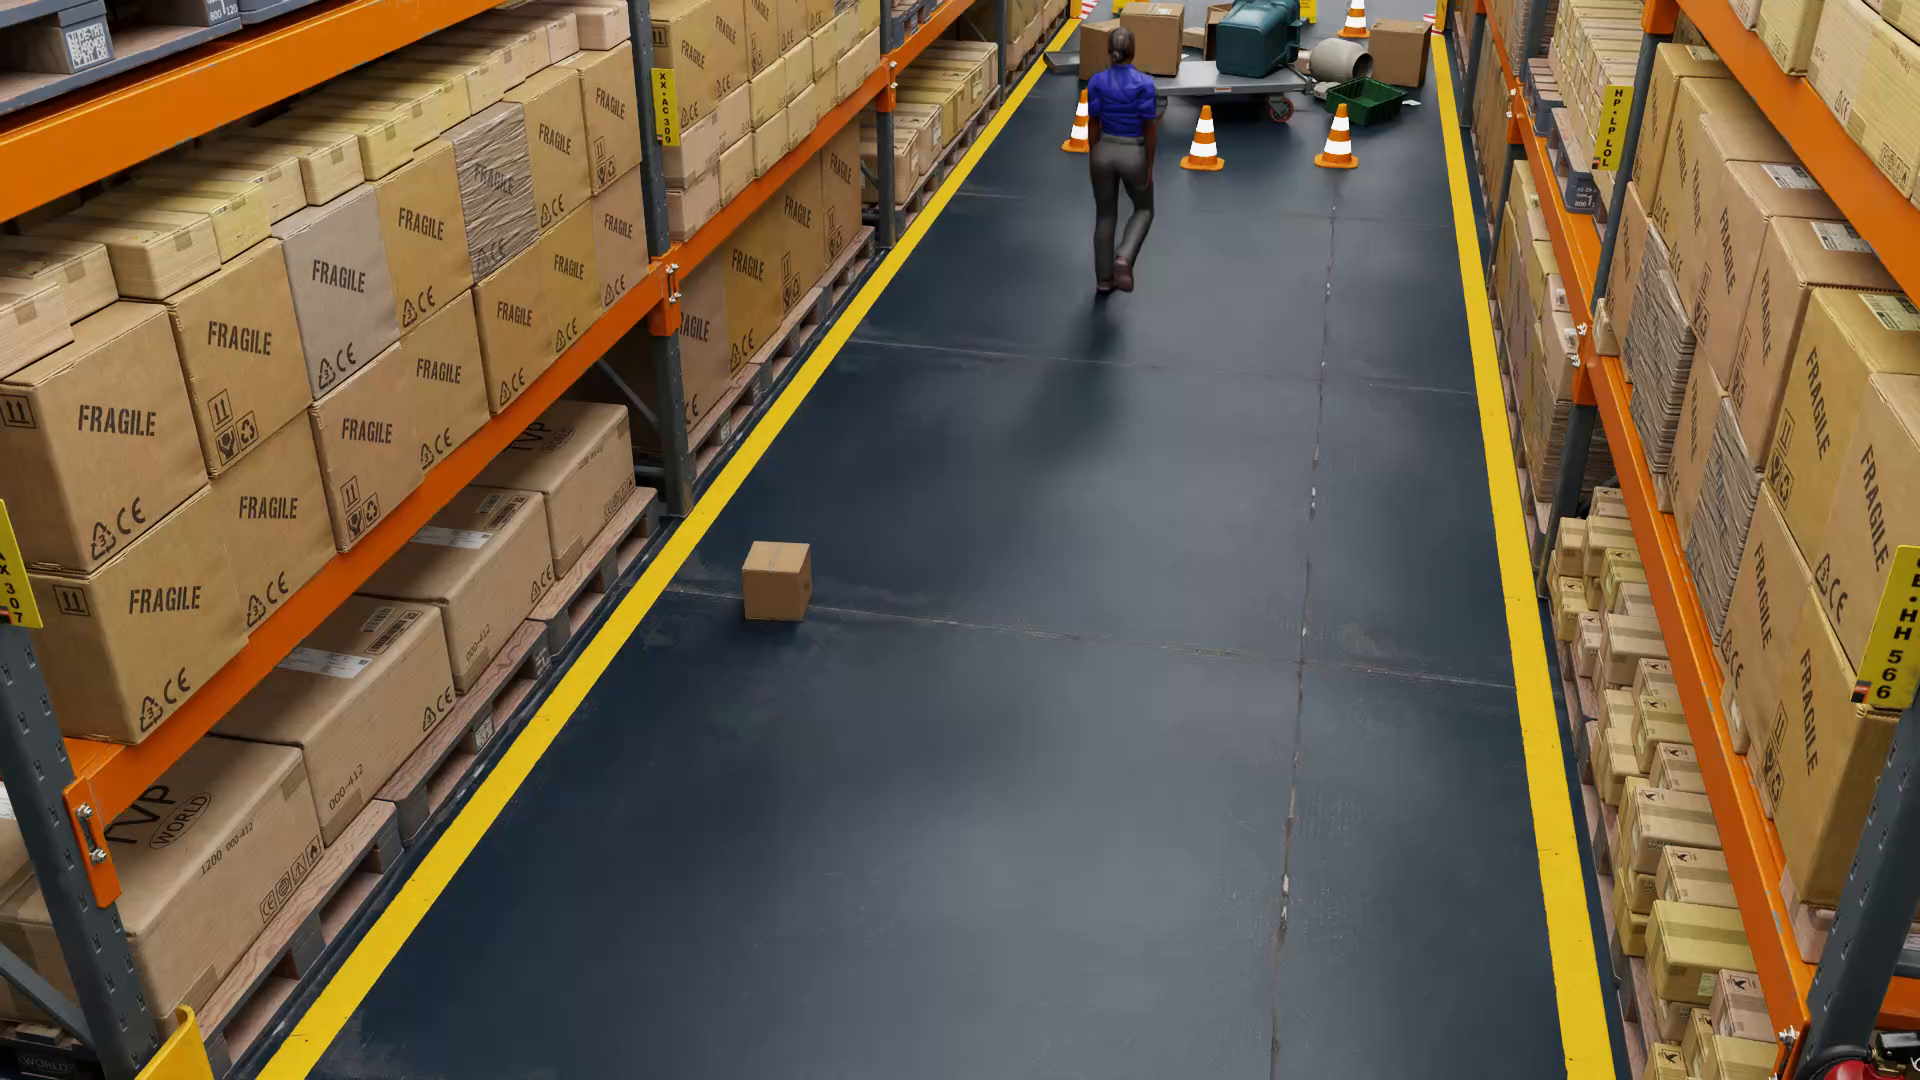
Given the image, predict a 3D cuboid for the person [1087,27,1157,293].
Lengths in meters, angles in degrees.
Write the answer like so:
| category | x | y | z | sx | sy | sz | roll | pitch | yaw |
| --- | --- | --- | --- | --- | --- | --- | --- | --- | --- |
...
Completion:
| category | x | y | z | sx | sy | sz | roll | pitch | yaw |
| --- | --- | --- | --- | --- | --- | --- | --- | --- | --- |
| person | 0.989 | -2.326 | 10.283 | 0.445 | 1.648 | 0.481 | 9 | 30 | 15 |
